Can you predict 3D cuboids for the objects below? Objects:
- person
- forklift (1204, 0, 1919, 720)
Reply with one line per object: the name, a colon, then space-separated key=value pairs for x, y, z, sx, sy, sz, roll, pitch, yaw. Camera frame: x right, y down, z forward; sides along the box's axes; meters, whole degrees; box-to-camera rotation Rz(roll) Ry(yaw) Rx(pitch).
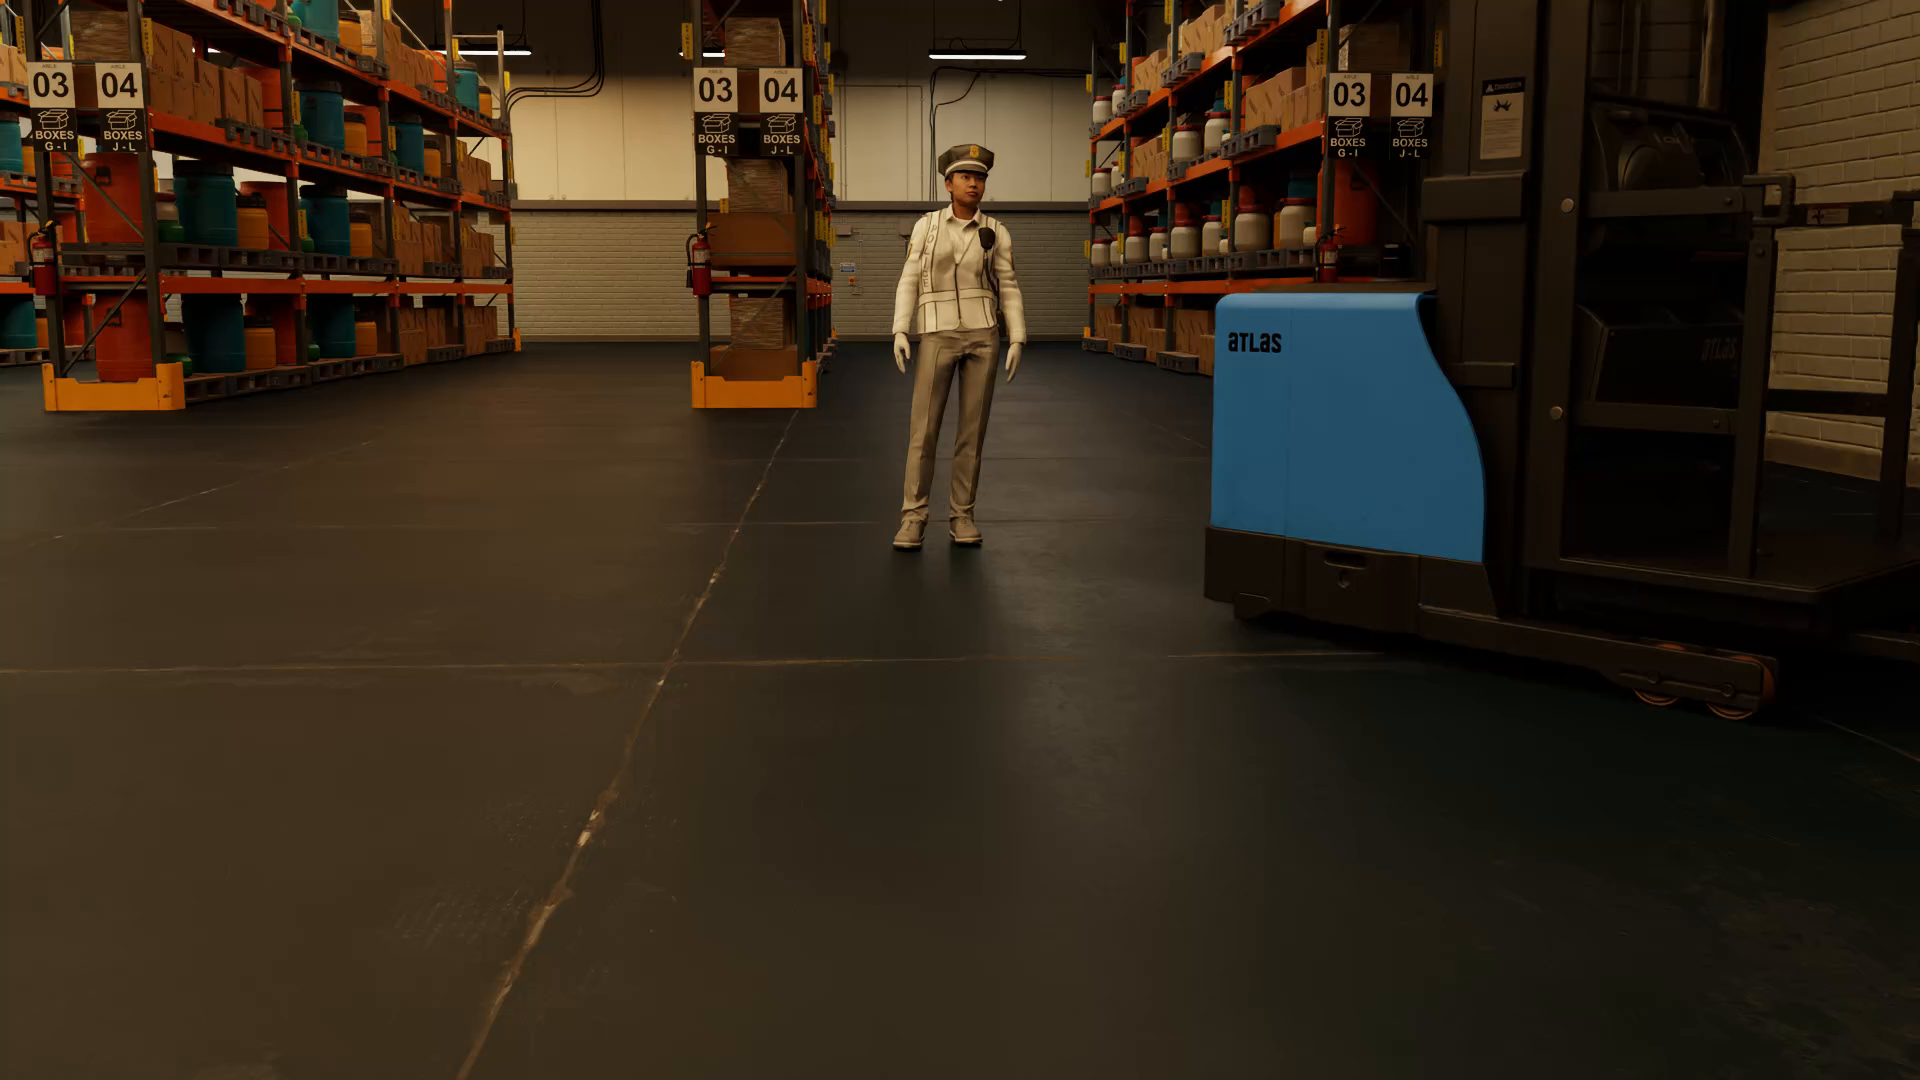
person: x=-0.003 y=-0.835 z=7.116 sx=0.586 sy=1.694 sz=0.530 roll=-1 pitch=8 yaw=-4
forklift: x=2.170 y=-1.076 z=4.574 sx=1.130 sy=2.935 sz=3.031 roll=-7 pitch=11 yaw=-41
